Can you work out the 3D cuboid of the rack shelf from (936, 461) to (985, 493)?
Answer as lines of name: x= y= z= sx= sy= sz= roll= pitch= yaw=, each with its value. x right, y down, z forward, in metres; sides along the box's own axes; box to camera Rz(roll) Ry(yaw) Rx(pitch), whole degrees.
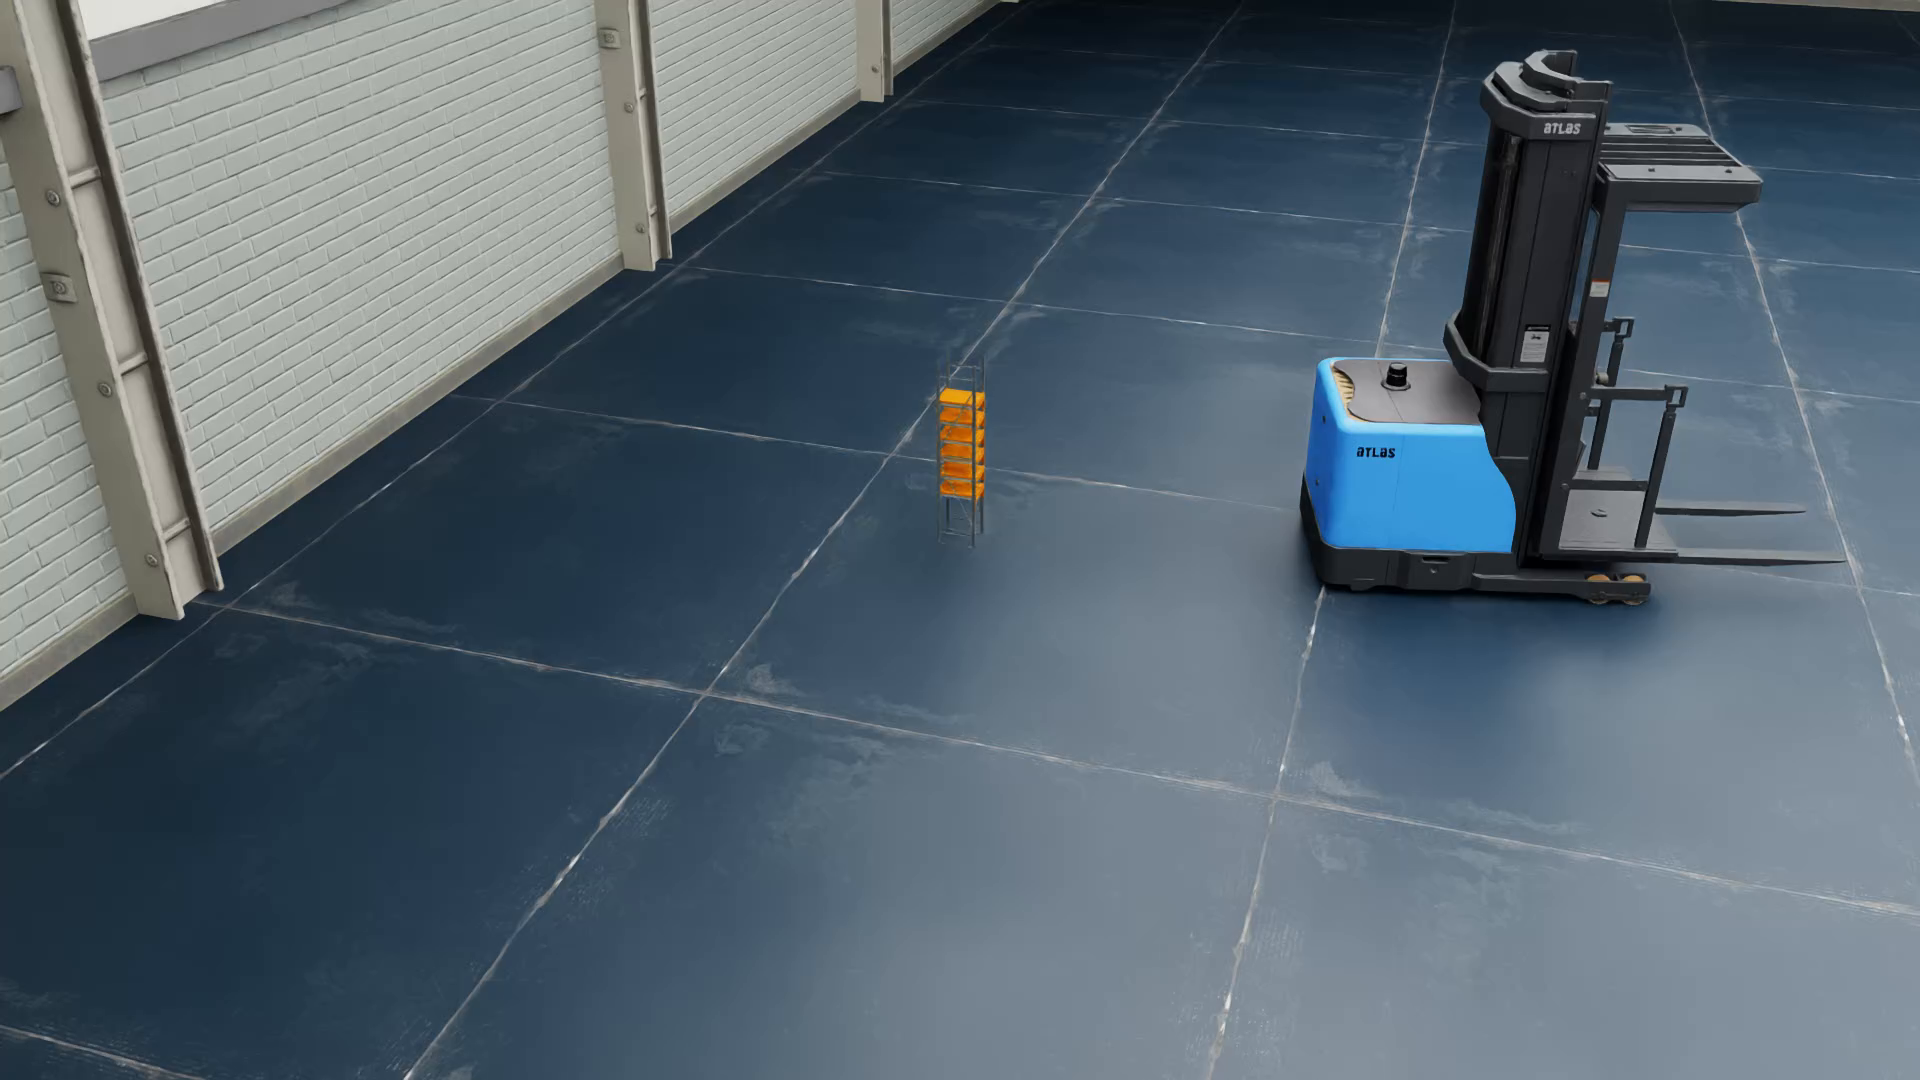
rack shelf: x=0.004 y=-0.387 z=10.050 sx=0.258 sy=0.103 sz=0.180 roll=8 pitch=30 yaw=15

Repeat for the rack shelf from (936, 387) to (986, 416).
rack shelf: x=0.004 y=-0.807 z=9.817 sx=0.258 sy=0.103 sz=0.180 roll=8 pitch=30 yaw=15

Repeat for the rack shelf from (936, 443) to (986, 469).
rack shelf: x=0.004 y=-0.492 z=9.992 sx=0.258 sy=0.103 sz=0.180 roll=8 pitch=30 yaw=15

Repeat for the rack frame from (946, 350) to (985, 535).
rack frame: x=0.031 y=-0.574 z=10.047 sx=0.240 sy=1.200 sz=0.006 roll=8 pitch=30 yaw=15

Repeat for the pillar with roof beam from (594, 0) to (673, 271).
pillar with roof beam: x=1.359 y=-5.764 z=11.354 sx=9.100 sy=9.000 sz=0.400 roll=8 pitch=30 yaw=15

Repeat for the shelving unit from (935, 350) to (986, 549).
shelving unit: x=0.004 y=-0.531 z=9.970 sx=0.258 sy=1.200 sz=0.189 roll=8 pitch=30 yaw=15

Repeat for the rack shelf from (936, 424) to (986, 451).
rack shelf: x=0.004 y=-0.597 z=9.934 sx=0.258 sy=0.103 sz=0.180 roll=8 pitch=30 yaw=15

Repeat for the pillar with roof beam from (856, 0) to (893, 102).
pillar with roof beam: x=3.120 y=-8.552 z=16.366 sx=9.100 sy=9.000 sz=0.400 roll=8 pitch=30 yaw=15

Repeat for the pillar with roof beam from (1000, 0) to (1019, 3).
pillar with roof beam: x=4.881 y=-11.340 z=21.379 sx=9.100 sy=9.000 sz=0.400 roll=8 pitch=30 yaw=15

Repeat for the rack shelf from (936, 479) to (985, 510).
rack shelf: x=0.004 y=-0.282 z=10.109 sx=0.258 sy=0.103 sz=0.180 roll=8 pitch=30 yaw=15

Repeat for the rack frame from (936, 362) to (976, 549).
rack frame: x=-0.023 y=-0.489 z=9.894 sx=0.240 sy=1.200 sz=0.006 roll=8 pitch=30 yaw=15

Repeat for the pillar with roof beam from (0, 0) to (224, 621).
pillar with roof beam: x=-0.402 y=-2.975 z=6.342 sx=9.100 sy=9.000 sz=0.400 roll=8 pitch=30 yaw=15

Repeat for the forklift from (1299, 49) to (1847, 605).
forklift: x=3.624 y=-1.175 z=9.347 sx=3.031 sy=2.935 sz=1.130 roll=2 pitch=29 yaw=3

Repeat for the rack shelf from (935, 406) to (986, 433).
rack shelf: x=0.004 y=-0.702 z=9.875 sx=0.258 sy=0.103 sz=0.180 roll=8 pitch=30 yaw=15
